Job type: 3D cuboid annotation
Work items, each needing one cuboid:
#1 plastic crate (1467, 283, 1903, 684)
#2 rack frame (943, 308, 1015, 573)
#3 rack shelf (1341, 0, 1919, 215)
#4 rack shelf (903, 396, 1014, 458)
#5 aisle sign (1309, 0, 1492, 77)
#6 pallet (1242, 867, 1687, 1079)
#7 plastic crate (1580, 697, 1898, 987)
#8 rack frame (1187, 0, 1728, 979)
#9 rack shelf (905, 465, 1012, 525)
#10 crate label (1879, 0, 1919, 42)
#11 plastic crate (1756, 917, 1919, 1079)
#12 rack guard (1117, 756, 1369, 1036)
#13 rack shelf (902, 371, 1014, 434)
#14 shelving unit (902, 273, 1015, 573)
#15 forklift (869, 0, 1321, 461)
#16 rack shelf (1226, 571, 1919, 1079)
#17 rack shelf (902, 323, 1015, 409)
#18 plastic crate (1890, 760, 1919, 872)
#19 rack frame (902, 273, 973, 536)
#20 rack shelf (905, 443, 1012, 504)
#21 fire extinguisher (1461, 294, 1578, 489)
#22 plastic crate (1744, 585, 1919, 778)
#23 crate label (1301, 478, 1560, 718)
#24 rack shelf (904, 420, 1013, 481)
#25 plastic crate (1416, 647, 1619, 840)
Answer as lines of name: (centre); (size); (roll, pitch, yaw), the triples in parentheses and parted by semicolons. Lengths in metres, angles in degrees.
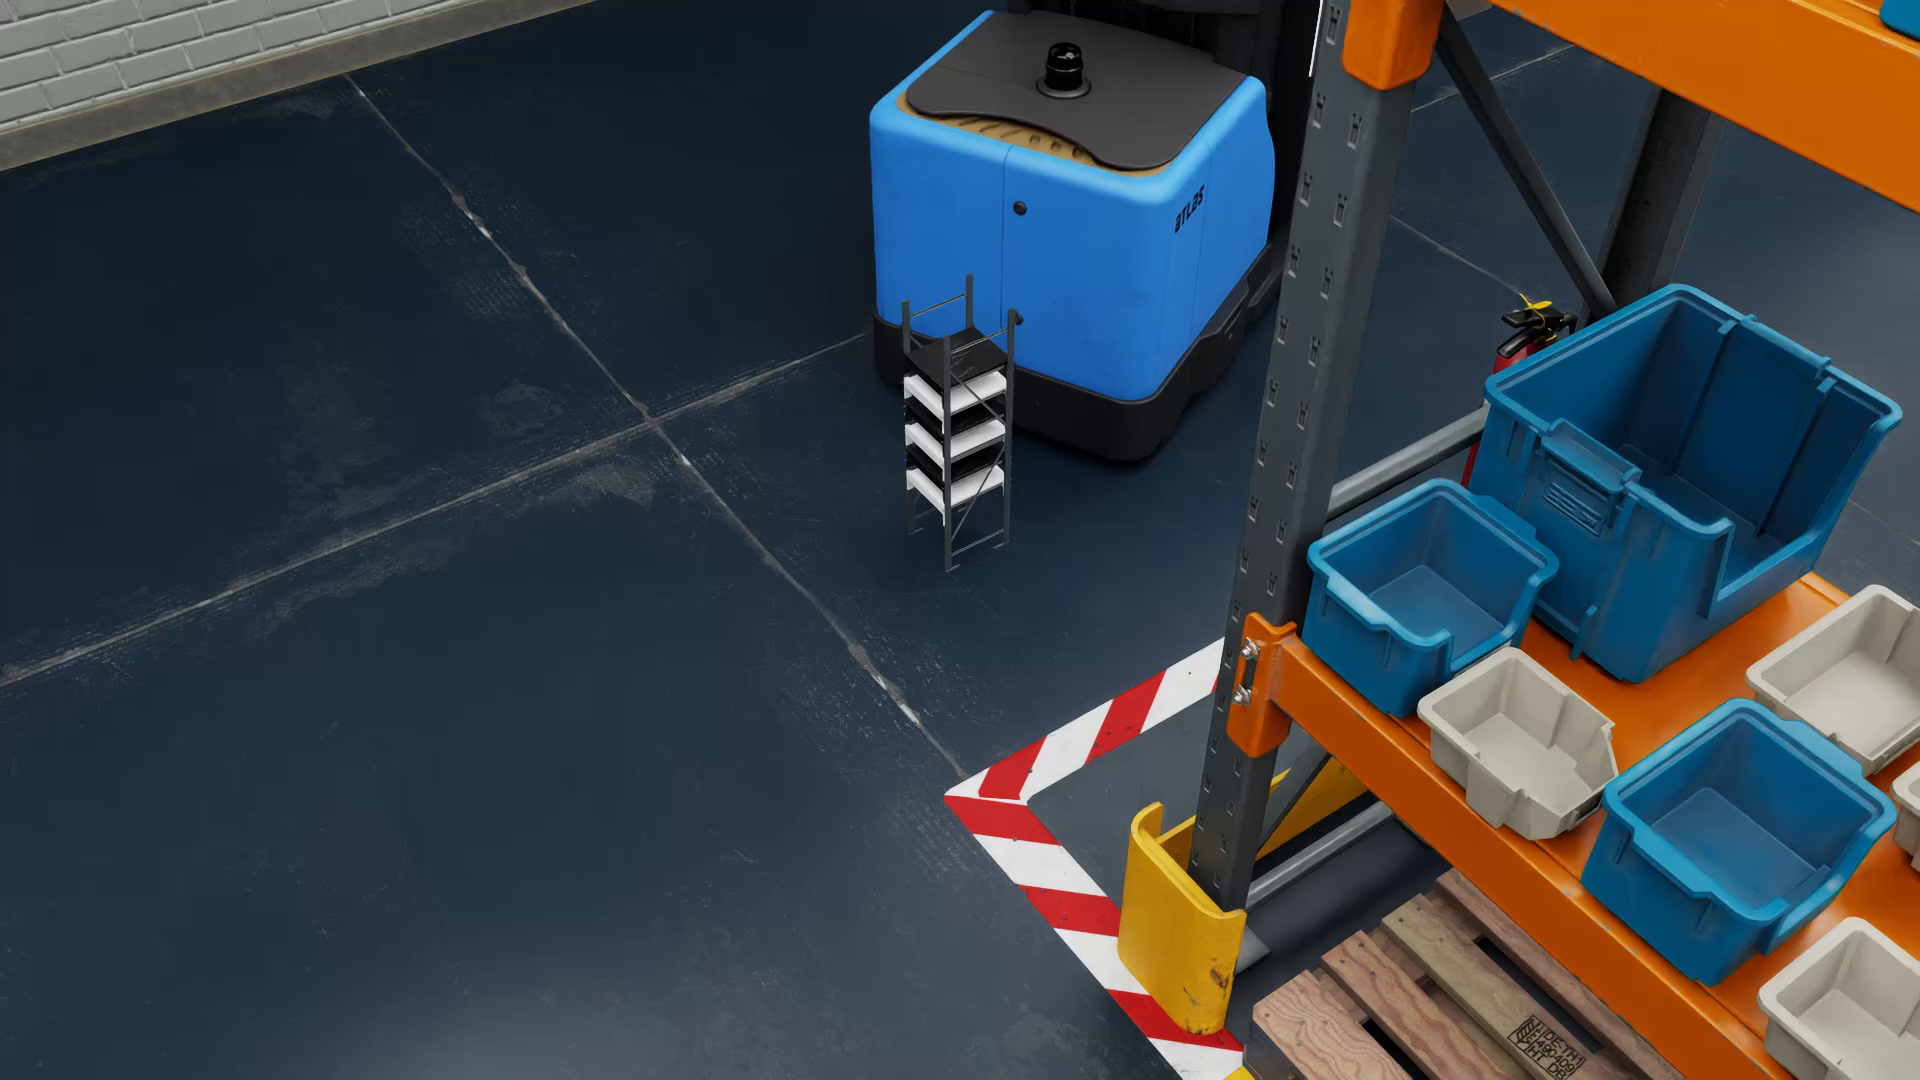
plastic crate: (1.315, -0.112, 3.126); (0.616, 0.435, 0.499); (-26, 49, -24)
rack frame: (0.054, -0.273, 4.884); (0.240, 0.900, 0.006); (-26, 49, -24)
rack shelf: (2.115, 0.115, 1.306); (1.077, 0.370, 4.000); (-26, 49, -24)
rack shelf: (-0.005, -0.371, 4.905); (0.258, 0.077, 0.200); (-26, 49, -24)
aisle sign: (0.686, -1.057, 2.302); (0.394, 0.787, 0.004); (-26, 49, -24)
pallet: (1.411, 1.298, 3.738); (1.003, 0.211, 1.213); (-26, 49, -24)
plastic crate: (1.218, 0.488, 2.644); (0.416, 0.233, 0.300); (-26, 49, -24)
rack frame: (0.971, -0.193, 3.280); (1.000, 3.000, 0.127); (-26, 49, -24)
rack shelf: (-0.005, -0.176, 5.091); (0.258, 0.077, 0.200); (-26, 49, -24)
crate label: (1.233, -0.574, 1.615); (0.408, 0.251, 0.502); (-26, 49, -24)
plastic crate: (1.345, 0.749, 2.441); (0.250, 0.136, 0.298); (-26, 49, -24)
rack guard: (0.946, 0.702, 4.152); (1.175, 0.500, 0.348); (-26, 49, -24)
rack shelf: (-0.005, -0.436, 4.843); (0.258, 0.077, 0.200); (-26, 49, -24)
shelving unit: (-0.005, -0.330, 4.944); (0.258, 0.900, 0.210); (-26, 49, -24)
forklift: (0.859, -2.328, 5.566); (1.130, 2.935, 3.031); (21, 47, 21)
rack shelf: (2.115, 1.200, 2.342); (1.077, 0.370, 4.000); (-26, 49, -24)
rack shelf: (-0.005, -0.501, 4.781); (0.258, 0.077, 0.200); (-26, 49, -24)
plastic crate: (1.740, 0.441, 2.764); (0.396, 0.136, 0.243); (-26, 49, -24)
rack frame: (-0.063, -0.388, 5.004); (0.240, 0.900, 0.006); (-26, 49, -24)
rack shelf: (-0.005, -0.241, 5.029); (0.258, 0.077, 0.200); (-26, 49, -24)
fire extinguisher: (1.257, -0.295, 3.713); (0.296, 0.674, 0.183); (-26, 49, -24)
plastic crate: (1.586, 0.271, 2.942); (0.396, 0.136, 0.243); (-26, 49, -24)
crate label: (0.842, 0.115, 3.035); (0.416, 0.233, 0.303); (-26, 49, -24)
rack shelf: (-0.005, -0.306, 4.967); (0.258, 0.077, 0.200); (-26, 49, -24)
plastic crate: (0.957, 0.365, 2.843); (0.250, 0.136, 0.298); (-26, 49, -24)
